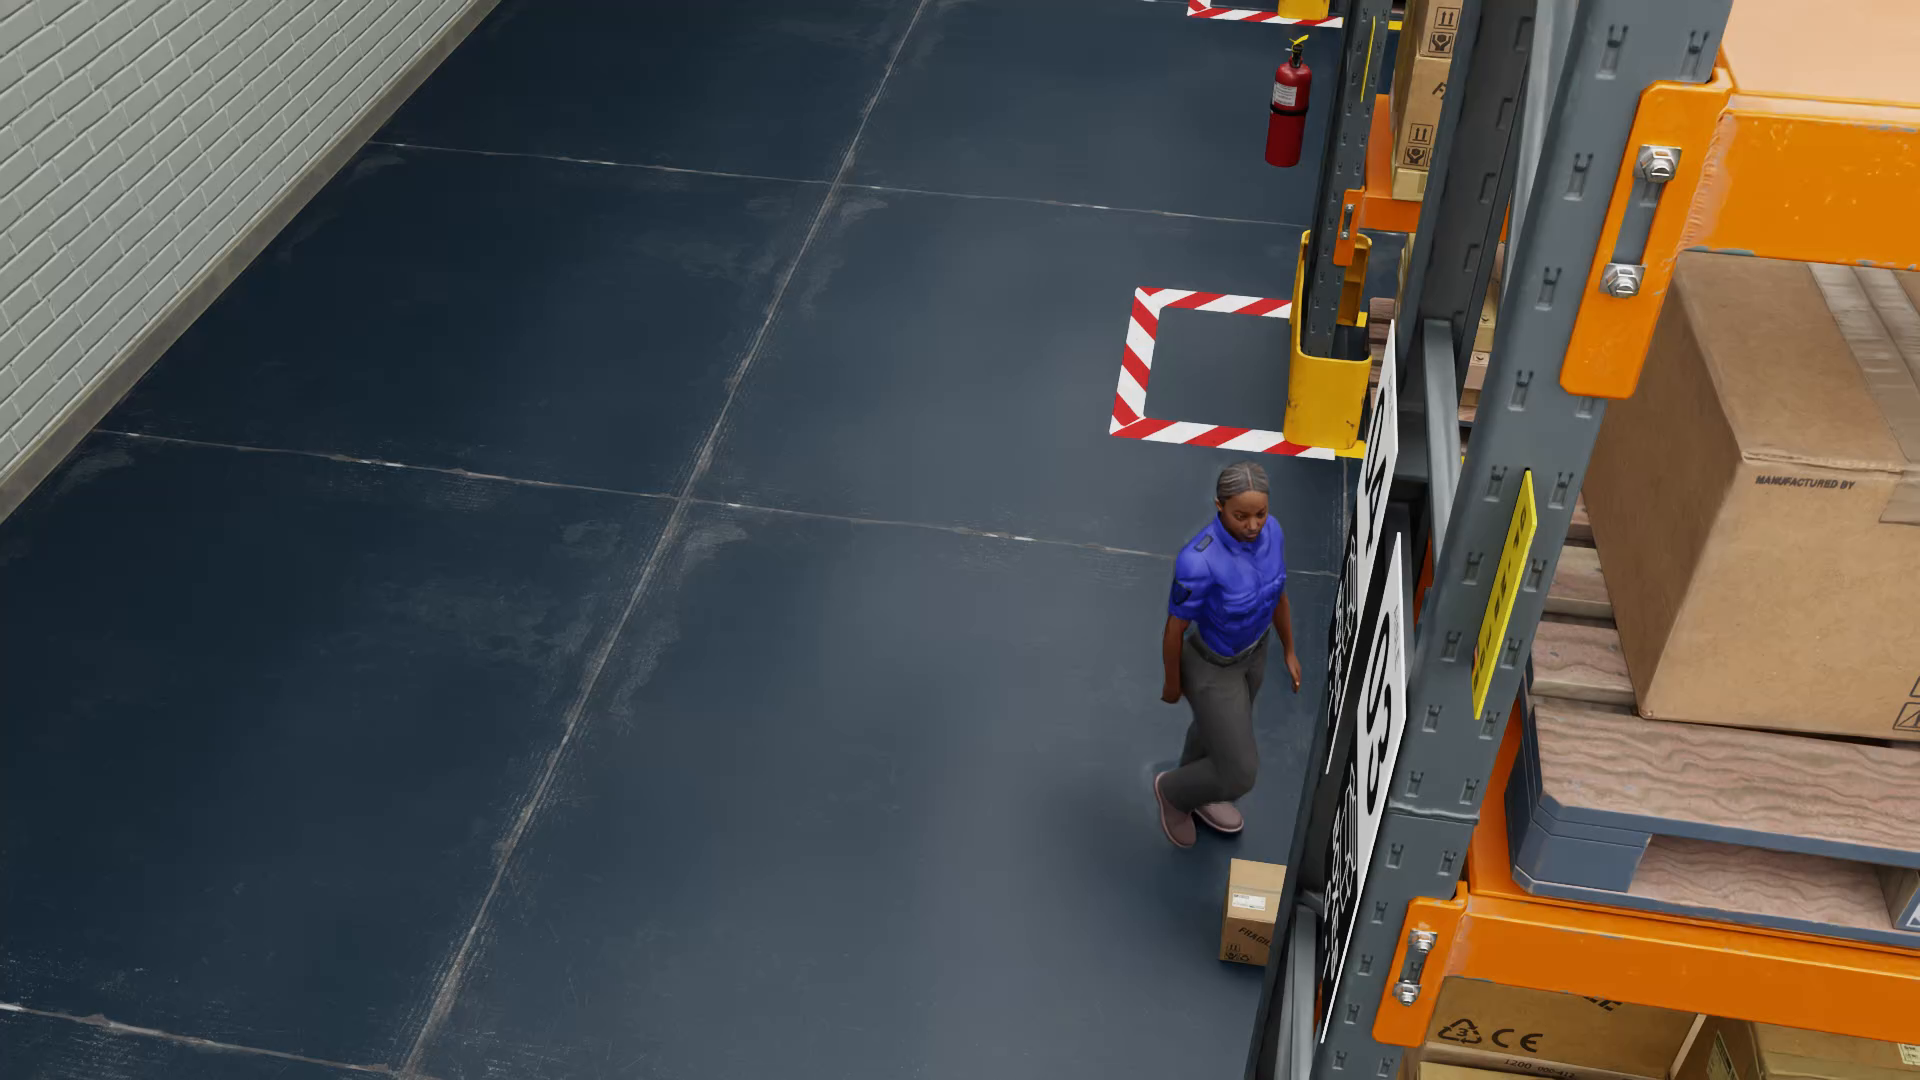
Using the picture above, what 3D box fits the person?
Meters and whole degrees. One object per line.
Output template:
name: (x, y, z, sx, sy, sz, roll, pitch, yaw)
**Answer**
person: (0.939, 0.438, 5.616, 0.431, 1.650, 0.451, 30, 49, 30)
